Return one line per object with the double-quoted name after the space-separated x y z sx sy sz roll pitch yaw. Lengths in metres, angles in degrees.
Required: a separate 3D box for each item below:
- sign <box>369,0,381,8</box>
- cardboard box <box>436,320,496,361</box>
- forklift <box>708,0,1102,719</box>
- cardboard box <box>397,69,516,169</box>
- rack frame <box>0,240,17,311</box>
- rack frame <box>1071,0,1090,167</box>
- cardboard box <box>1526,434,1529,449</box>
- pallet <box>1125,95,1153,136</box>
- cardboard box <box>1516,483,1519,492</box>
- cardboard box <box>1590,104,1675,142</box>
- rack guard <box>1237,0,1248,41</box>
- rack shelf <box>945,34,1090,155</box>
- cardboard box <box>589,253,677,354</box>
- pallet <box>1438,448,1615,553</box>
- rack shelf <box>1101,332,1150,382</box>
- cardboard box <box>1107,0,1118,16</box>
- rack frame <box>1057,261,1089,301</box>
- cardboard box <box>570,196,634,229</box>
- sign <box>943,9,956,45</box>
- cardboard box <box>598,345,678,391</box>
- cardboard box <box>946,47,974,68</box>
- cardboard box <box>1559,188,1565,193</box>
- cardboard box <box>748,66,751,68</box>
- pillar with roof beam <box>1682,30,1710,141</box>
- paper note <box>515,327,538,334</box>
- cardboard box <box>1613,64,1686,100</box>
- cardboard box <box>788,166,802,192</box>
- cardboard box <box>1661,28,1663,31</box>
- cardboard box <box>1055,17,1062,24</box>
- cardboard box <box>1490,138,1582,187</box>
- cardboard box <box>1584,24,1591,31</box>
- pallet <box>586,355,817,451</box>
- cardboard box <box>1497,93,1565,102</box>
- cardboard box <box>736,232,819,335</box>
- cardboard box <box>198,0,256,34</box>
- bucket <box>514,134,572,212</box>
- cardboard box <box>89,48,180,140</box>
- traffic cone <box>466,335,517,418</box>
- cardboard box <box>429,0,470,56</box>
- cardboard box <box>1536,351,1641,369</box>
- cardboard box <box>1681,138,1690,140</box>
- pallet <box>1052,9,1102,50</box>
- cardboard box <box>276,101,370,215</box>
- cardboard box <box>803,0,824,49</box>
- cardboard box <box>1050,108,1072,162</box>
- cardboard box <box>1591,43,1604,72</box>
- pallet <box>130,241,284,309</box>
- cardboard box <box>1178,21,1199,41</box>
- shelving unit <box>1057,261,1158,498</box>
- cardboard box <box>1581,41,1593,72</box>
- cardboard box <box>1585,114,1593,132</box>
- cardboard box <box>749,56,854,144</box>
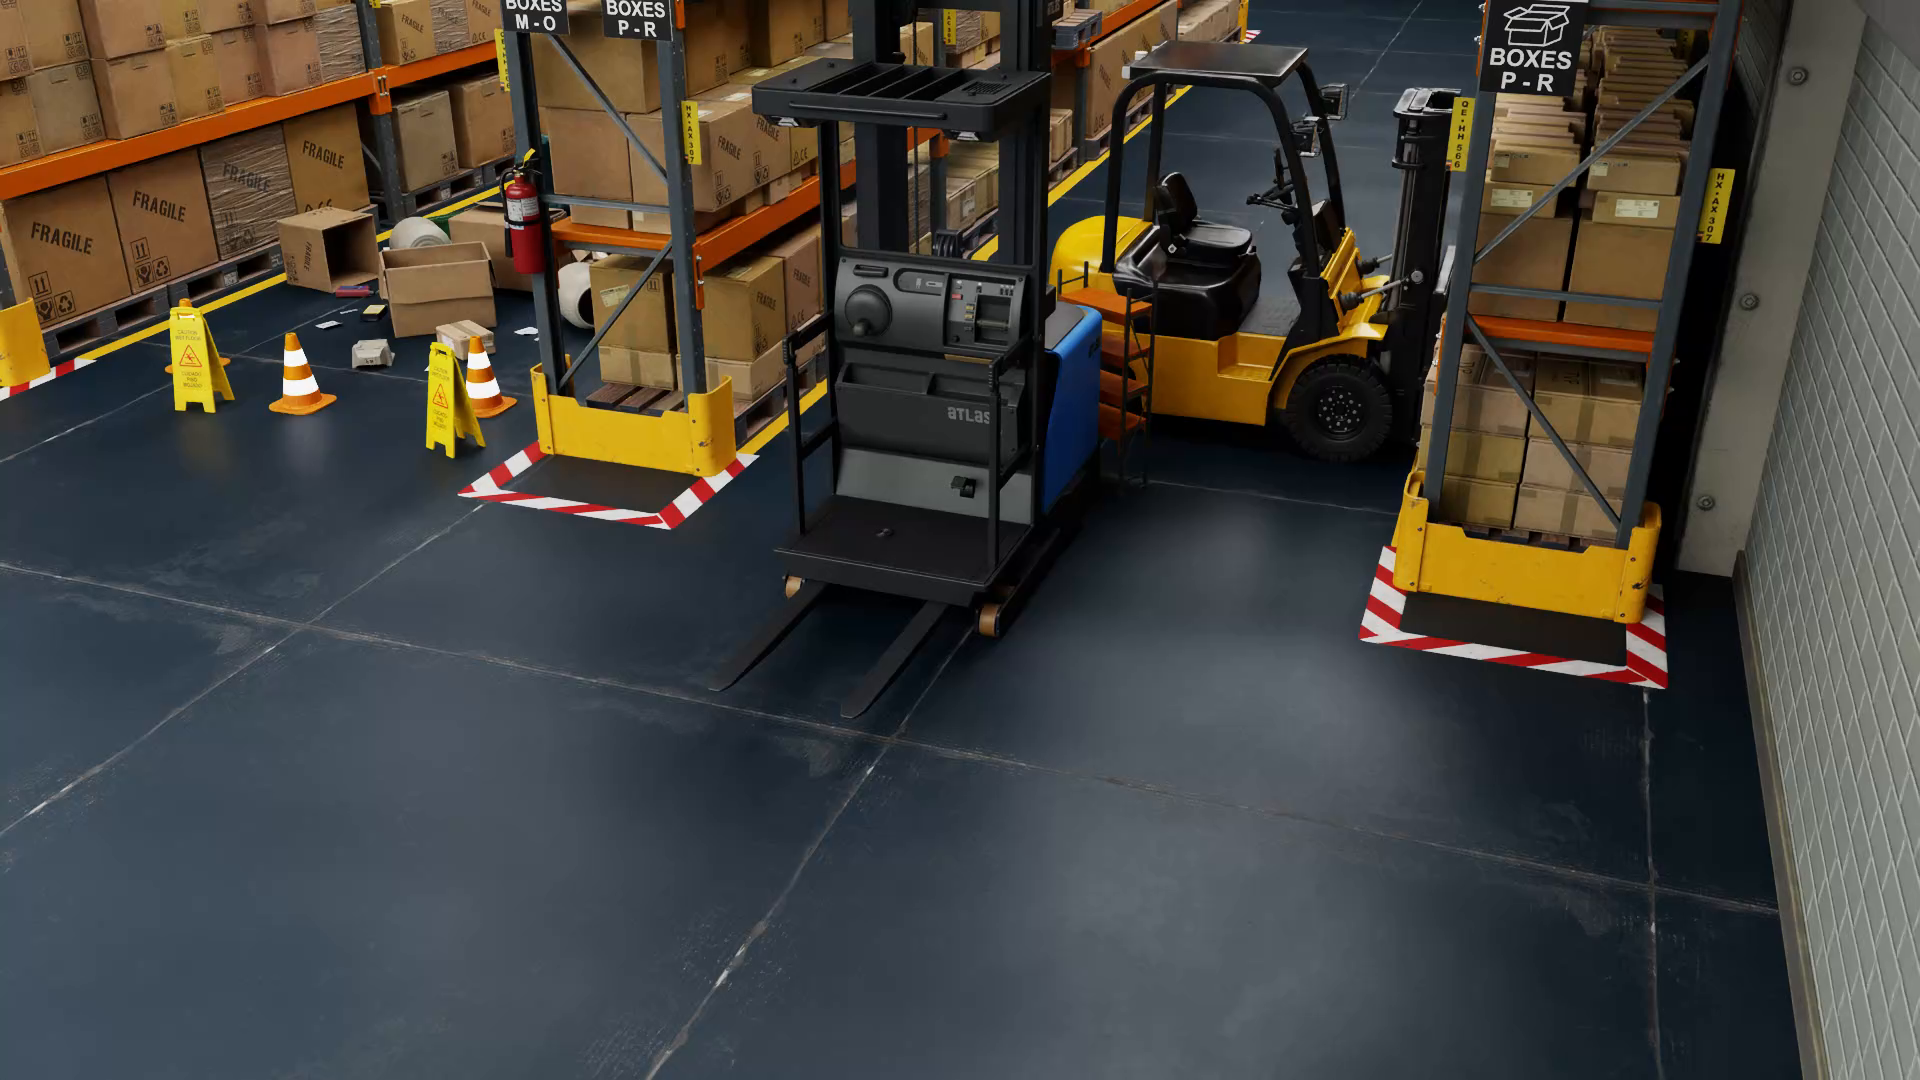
-4.771 -4.491 13.500 0.100 0.325 0.005 9 27 17 "sign"
-3.393 -1.374 11.417 0.250 0.149 0.380 -20 33 -36 "cardboard box"
-0.217 -1.064 7.585 1.130 2.935 3.031 9 27 18 "forklift"
-4.849 -3.986 15.641 1.050 0.750 0.750 9 27 17 "cardboard box"
-6.626 -2.502 10.475 1.000 3.000 0.127 9 27 17 "rack frame"
0.738 -5.113 15.869 1.000 3.000 0.127 9 27 17 "rack frame"
3.266 -0.655 8.760 0.500 0.250 0.500 8 27 17 "cardboard box"
1.479 -4.671 18.155 1.003 0.211 1.213 9 27 17 "pallet"
2.790 -0.501 9.015 0.500 0.250 0.500 9 27 17 "cardboard box"
3.425 -2.110 8.465 0.380 0.149 0.250 10 27 19 "cardboard box"
3.408 -7.286 23.224 1.175 0.500 0.348 9 27 17 "rack guard"
0.072 -3.968 14.328 1.077 0.370 4.000 9 27 17 "rack shelf"
-1.904 -1.482 10.181 0.500 0.500 0.500 9 27 18 "cardboard box"
2.973 -0.173 8.864 1.003 0.211 1.213 9 27 17 "pallet"
0.793 -1.029 9.139 0.480 0.148 0.258 23 34 39 "rack shelf"
1.292 -5.424 16.682 0.500 0.250 0.500 8 27 16 "cardboard box"
0.620 -0.963 9.362 0.015 1.200 0.240 23 34 39 "rack frame"
-2.002 -1.897 9.515 0.380 0.149 0.250 10 27 19 "cardboard box"
-0.079 -3.784 12.129 0.100 0.325 0.005 9 27 17 "sign"
-1.901 -1.158 10.373 0.500 0.250 0.500 9 27 17 "cardboard box"
-0.112 -3.727 12.811 0.380 0.149 0.250 9 27 18 "cardboard box"
2.810 -1.835 8.238 0.380 0.149 0.250 9 27 18 "cardboard box"
-1.476 -2.883 10.807 0.500 0.500 0.500 9 27 18 "cardboard box"
1.776 -7.053 12.991 9.100 9.000 0.400 9 27 17 "pillar with roof beam"
-3.063 -1.489 11.803 0.148 0.019 0.142 20 32 35 "paper note"
3.940 -2.624 9.526 0.380 0.149 0.250 8 27 17 "cardboard box"
-1.199 -2.234 10.210 0.380 0.149 0.250 9 27 19 "cardboard box"
5.194 -3.912 12.986 0.500 0.250 0.500 9 27 17 "cardboard box"
0.697 -4.687 14.795 0.380 0.149 0.250 7 27 15 "cardboard box"
2.678 -1.756 7.734 0.380 0.149 0.250 9 27 18 "cardboard box"
4.621 -3.991 12.691 0.380 0.149 0.250 9 27 17 "cardboard box"
-1.596 -0.931 10.430 1.003 0.211 1.213 9 27 17 "pallet"
3.008 -2.295 8.848 0.380 0.149 0.250 9 27 18 "cardboard box"
-1.218 -1.631 10.490 0.500 0.500 0.500 8 27 16 "cardboard box"
-5.833 -4.108 12.381 0.875 0.550 0.550 9 27 17 "cardboard box"
-3.166 -2.966 13.447 0.726 0.611 0.620 20 22 35 "bucket"
-6.078 -3.170 11.682 0.875 0.550 0.550 9 27 17 "cardboard box"
-2.998 -1.048 10.383 0.336 0.463 0.334 9 27 17 "traffic cone"
-4.699 -4.575 14.643 0.500 0.500 0.500 9 27 18 "cardboard box"
3.259 -0.885 8.661 0.500 0.250 0.500 9 27 18 "cardboard box"
3.610 -2.064 8.712 0.380 0.149 0.250 10 27 19 "cardboard box"
0.601 -4.719 15.274 1.213 0.211 1.003 9 27 17 "pallet"
-5.570 -3.130 13.729 0.875 0.875 0.875 9 27 18 "cardboard box"
-1.327 -3.540 11.016 0.700 0.500 0.500 8 27 16 "cardboard box"
0.540 -3.889 15.873 0.950 0.372 0.625 7 27 14 "cardboard box"
4.408 -3.201 11.061 0.380 0.149 0.250 8 27 16 "cardboard box"
-6.026 -2.086 12.817 1.003 0.211 1.213 9 27 17 "pallet"
2.379 -6.035 20.231 0.875 0.438 0.875 8 27 17 "cardboard box"
0.793 -0.888 9.207 0.503 1.200 0.258 23 34 39 "shelving unit"
3.718 -3.011 10.326 0.380 0.149 0.250 9 27 18 "cardboard box"
3.864 -2.157 9.649 0.500 0.500 0.500 8 27 16 "cardboard box"
-1.006 -2.792 10.618 0.500 0.500 0.500 8 27 16 "cardboard box"
